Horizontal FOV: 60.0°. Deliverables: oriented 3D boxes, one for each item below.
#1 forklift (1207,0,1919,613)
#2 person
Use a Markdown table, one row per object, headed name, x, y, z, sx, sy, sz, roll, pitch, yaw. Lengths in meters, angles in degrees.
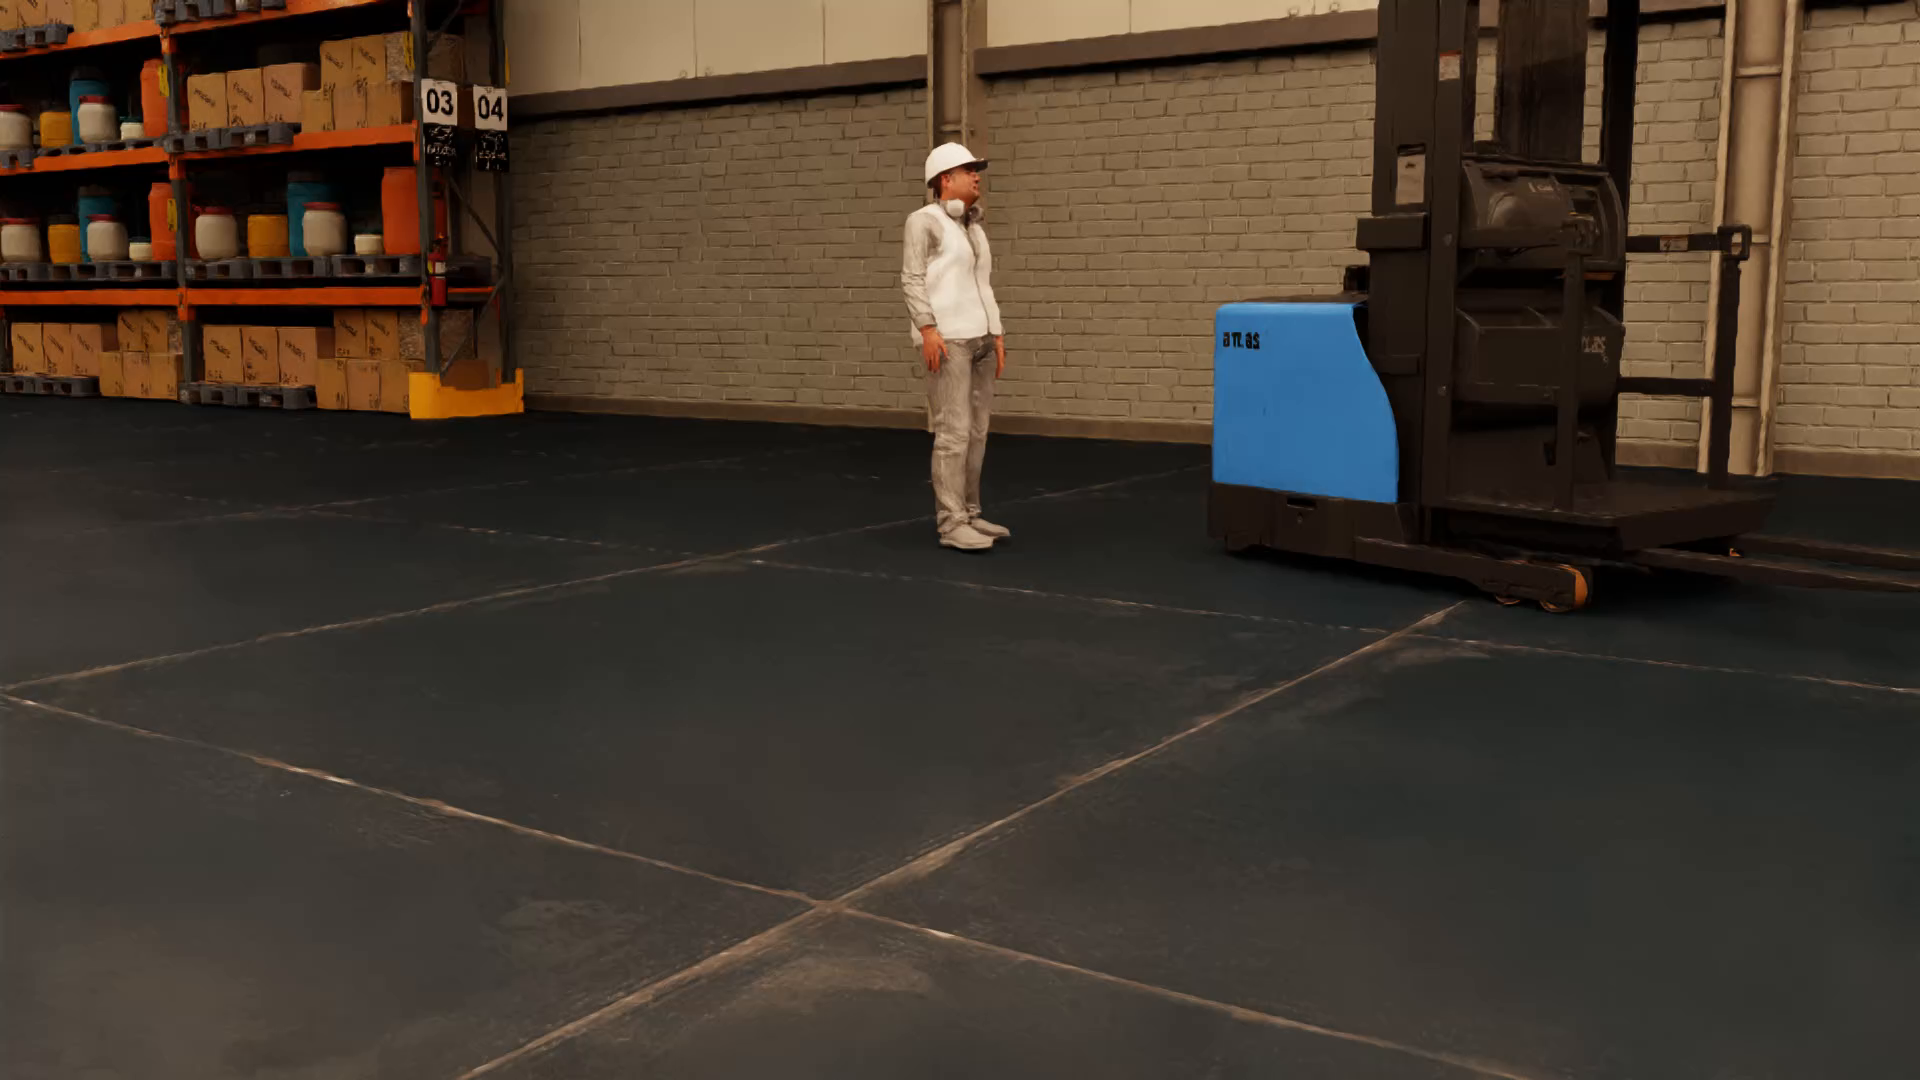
| name | x | y | z | sx | sy | sz | roll | pitch | yaw |
| --- | --- | --- | --- | --- | --- | --- | --- | --- | --- |
| forklift | 2.346 | -1.273 | 6.142 | 1.130 | 2.935 | 3.031 | -6 | 10 | -36 |
| person | 0.047 | -0.880 | 7.437 | 0.567 | 1.773 | 0.632 | 5 | 10 | 34 |
